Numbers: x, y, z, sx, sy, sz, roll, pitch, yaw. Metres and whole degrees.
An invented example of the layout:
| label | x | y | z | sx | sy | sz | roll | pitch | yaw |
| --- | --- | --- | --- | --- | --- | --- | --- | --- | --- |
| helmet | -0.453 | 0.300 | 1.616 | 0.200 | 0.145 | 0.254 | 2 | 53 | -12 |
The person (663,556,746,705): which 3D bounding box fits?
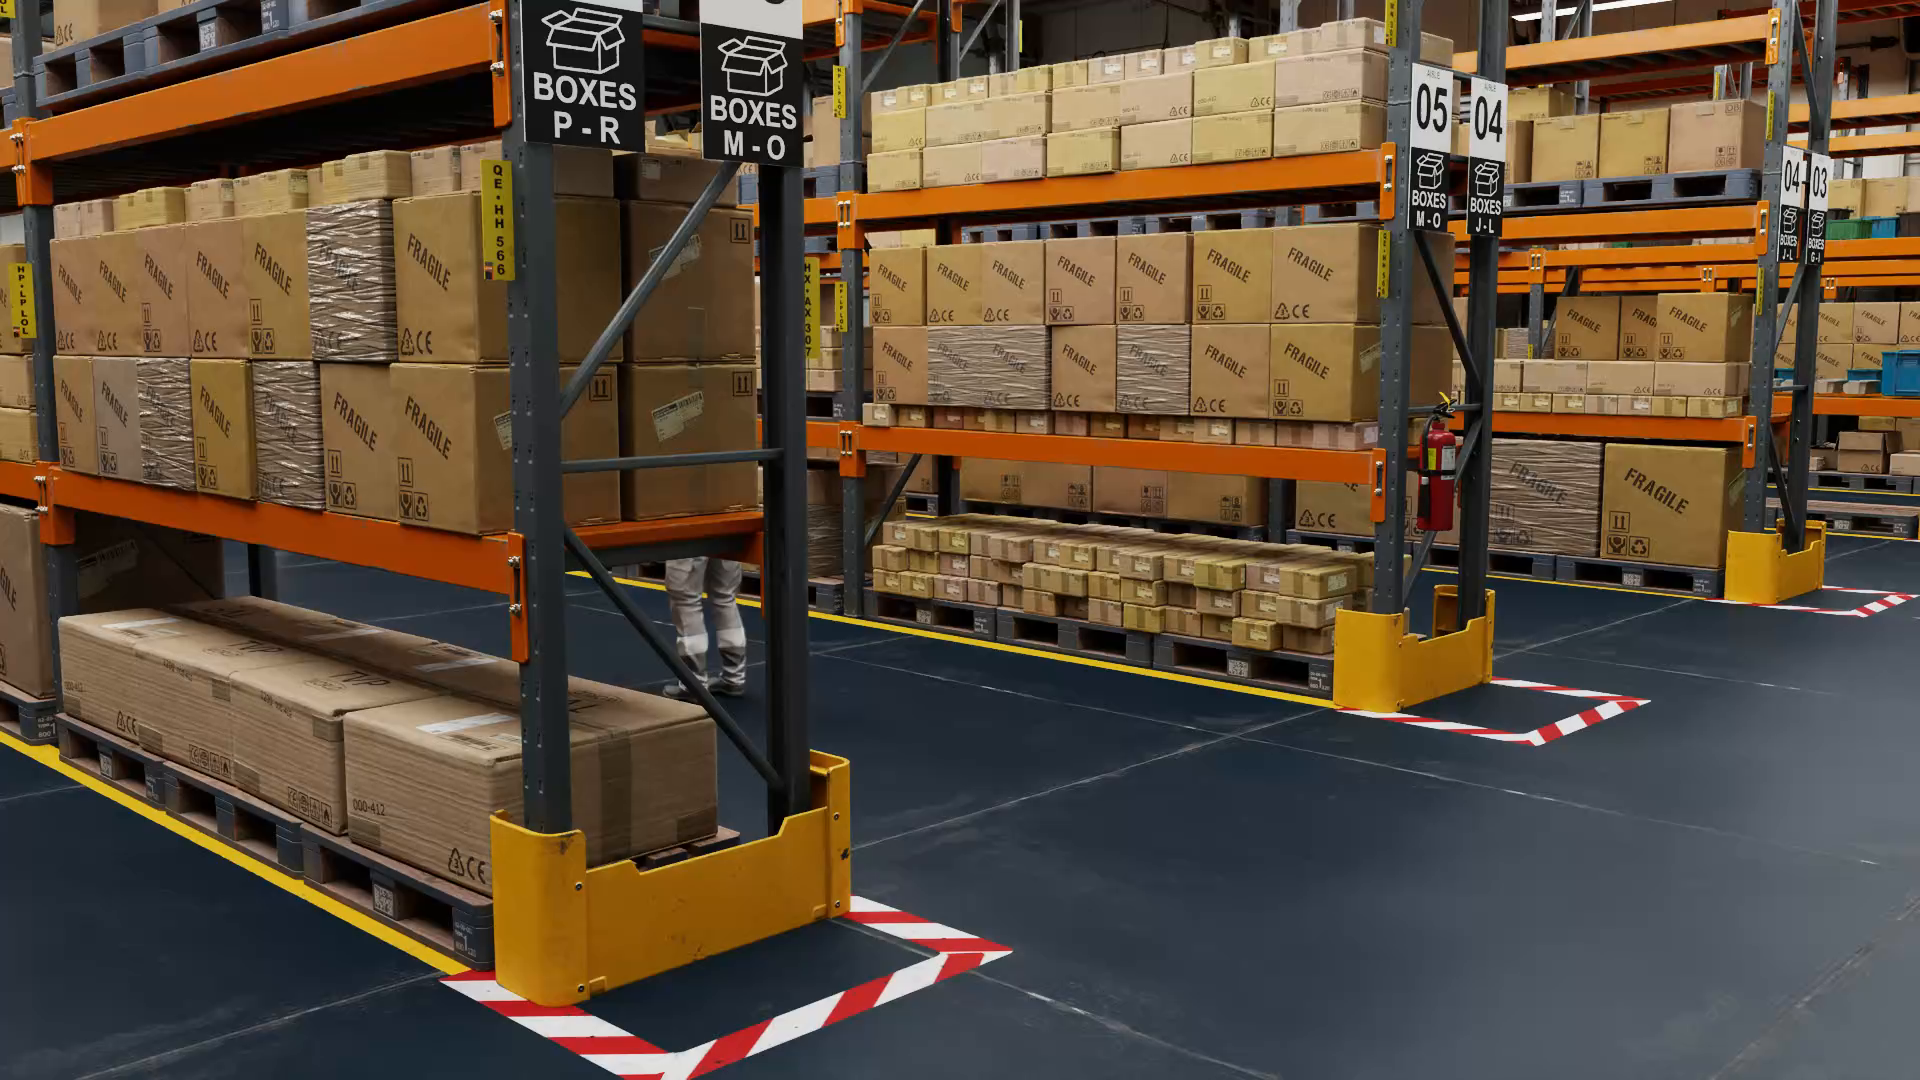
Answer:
| label | x | y | z | sx | sy | sz | roll | pitch | yaw |
| --- | --- | --- | --- | --- | --- | --- | --- | --- | --- |
| person | -1.384 | -0.065 | 8.662 | 0.529 | 1.794 | 0.524 | 6 | 9 | 43 |
